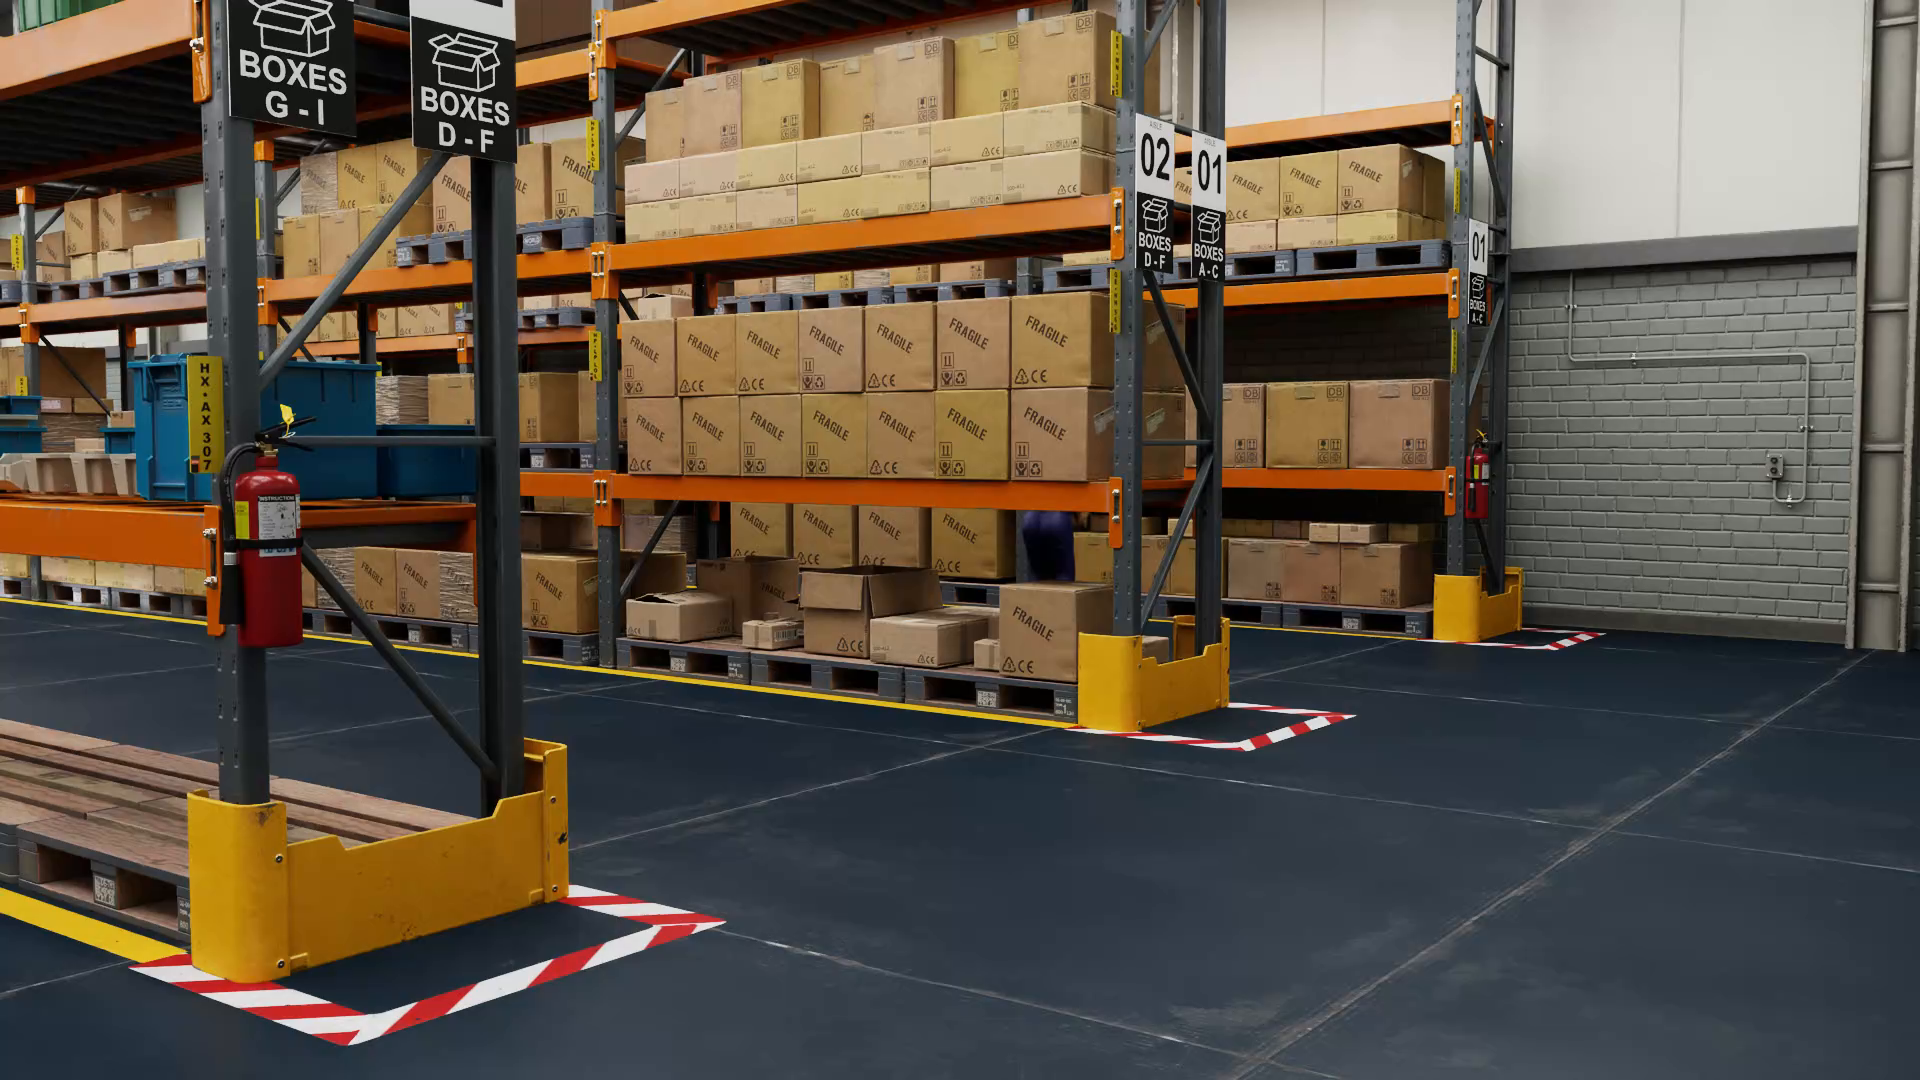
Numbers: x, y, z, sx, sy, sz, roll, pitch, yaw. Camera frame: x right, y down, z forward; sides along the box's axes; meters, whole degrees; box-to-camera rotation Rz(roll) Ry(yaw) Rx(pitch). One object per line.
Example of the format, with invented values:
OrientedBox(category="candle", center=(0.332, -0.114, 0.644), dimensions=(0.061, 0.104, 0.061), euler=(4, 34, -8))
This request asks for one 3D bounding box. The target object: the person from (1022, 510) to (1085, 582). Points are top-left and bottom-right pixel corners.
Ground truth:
OrientedBox(category="person", center=(0.743, -0.085, 13.228), dimensions=(0.471, 1.647, 0.511), euler=(2, 4, 36))
